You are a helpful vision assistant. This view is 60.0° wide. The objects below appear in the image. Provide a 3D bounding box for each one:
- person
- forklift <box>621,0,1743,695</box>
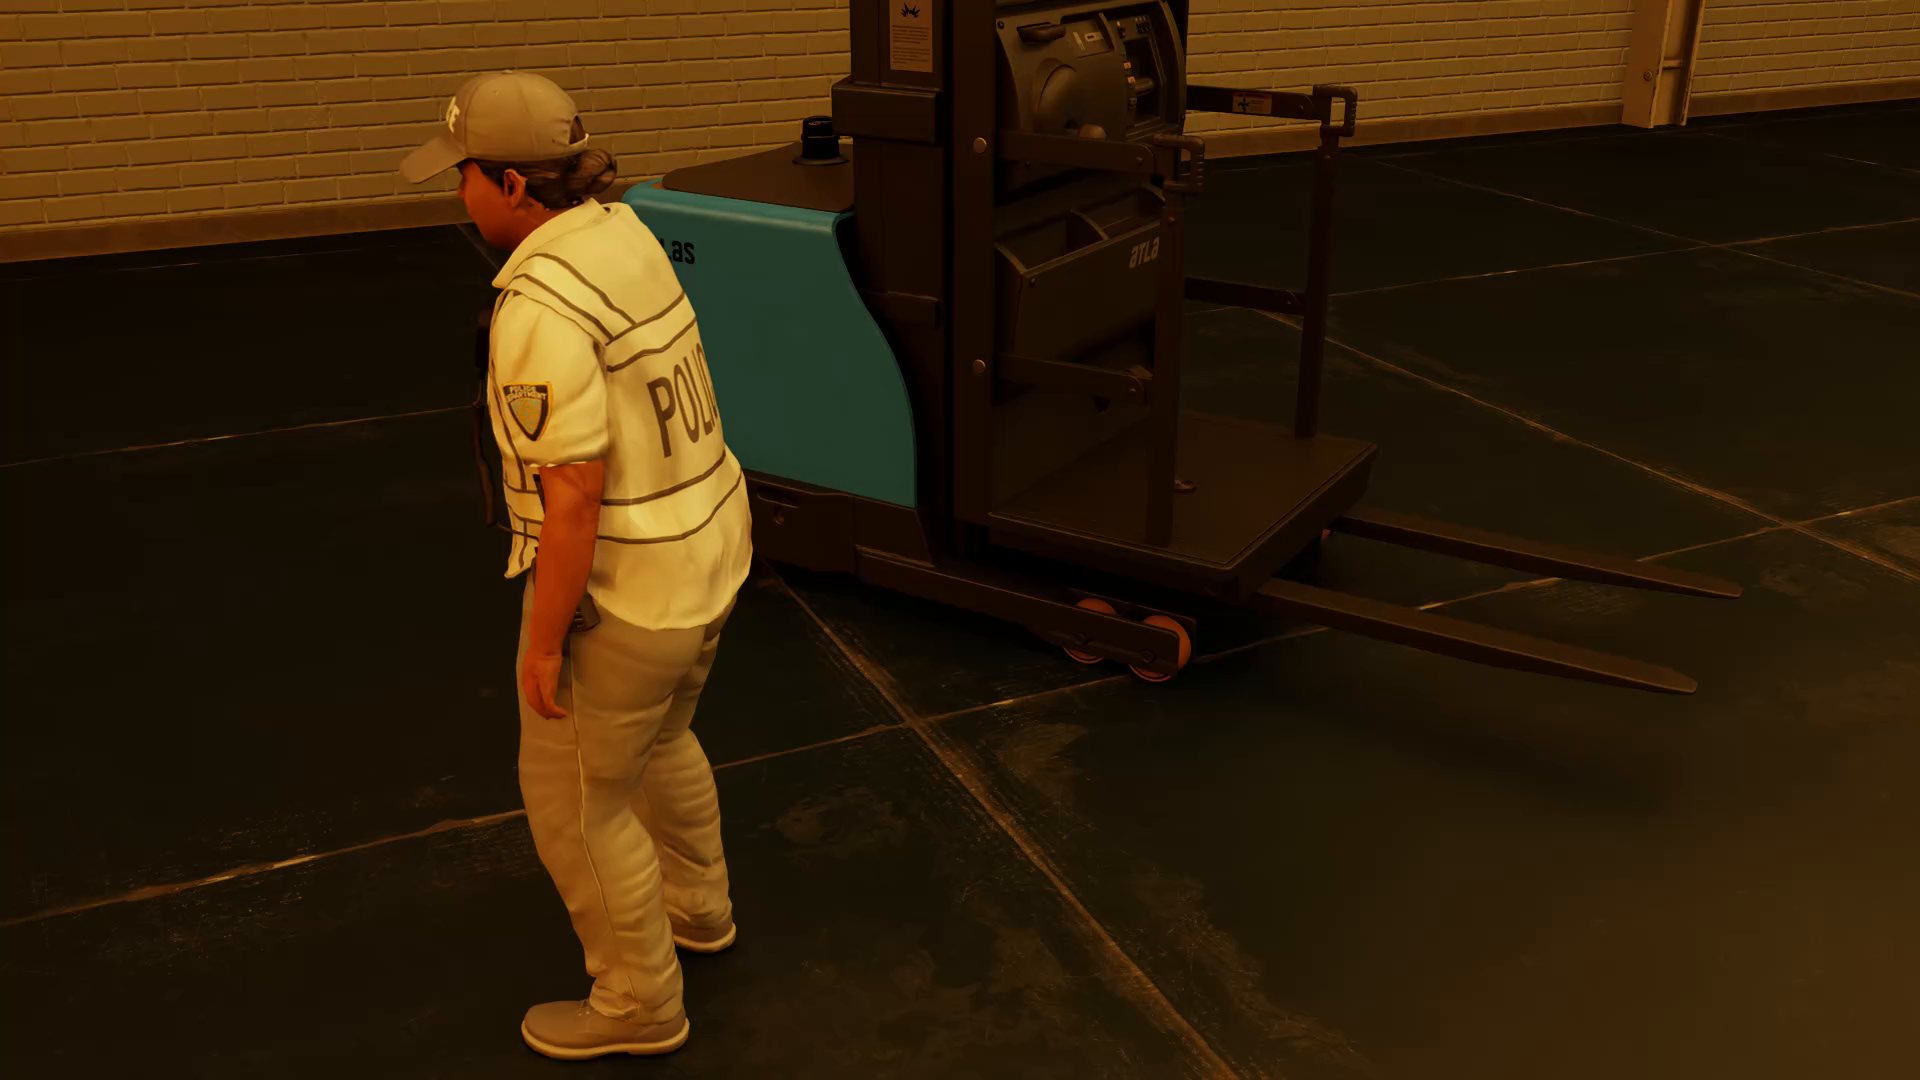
[{"bbox_3d":[-0.593,0.072,2.765,0.470,1.665,0.564,4,23,9],"label":"person"},{"bbox_3d":[0.533,-1.225,4.234,3.031,2.935,1.130,14,26,30],"label":"forklift"}]
